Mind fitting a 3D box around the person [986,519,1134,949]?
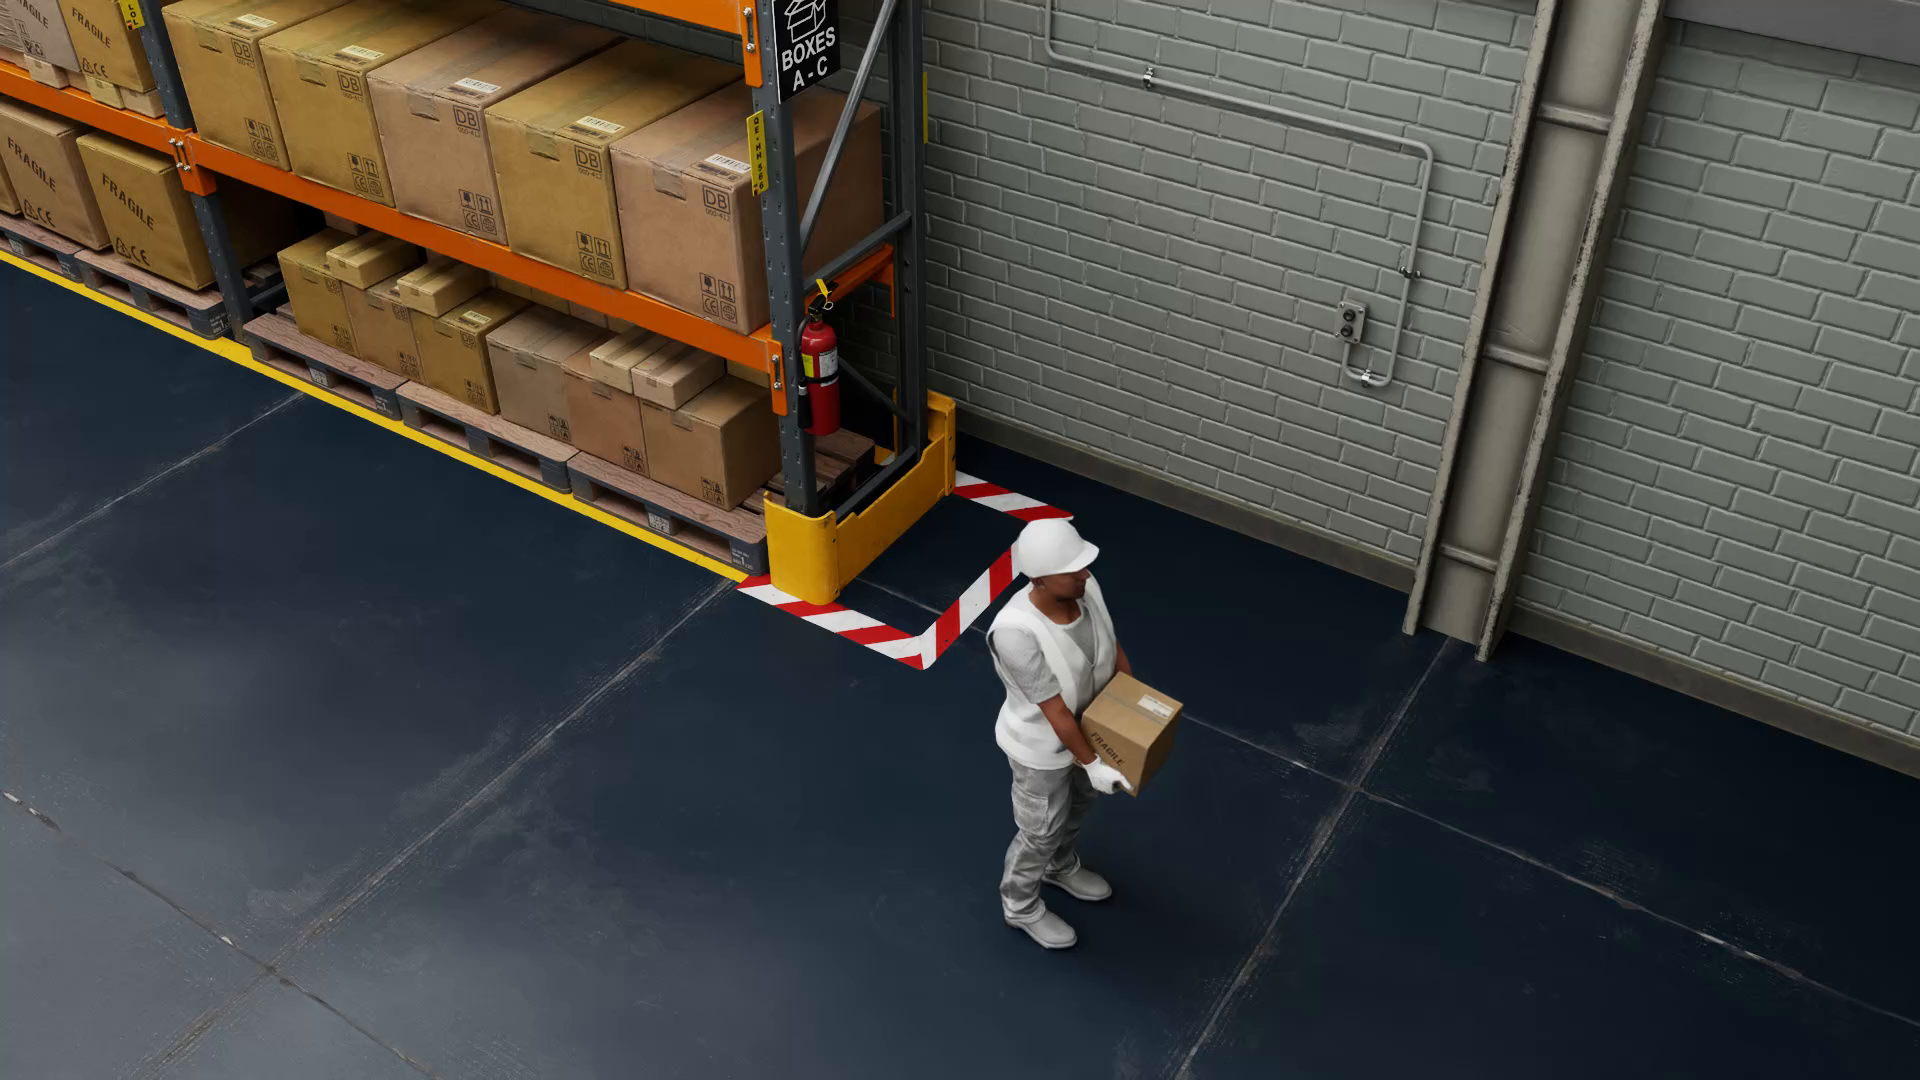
[{"bbox_3d":[0.418,0.704,5.770,0.574,1.778,0.487,22,43,26],"label":"person"}]
